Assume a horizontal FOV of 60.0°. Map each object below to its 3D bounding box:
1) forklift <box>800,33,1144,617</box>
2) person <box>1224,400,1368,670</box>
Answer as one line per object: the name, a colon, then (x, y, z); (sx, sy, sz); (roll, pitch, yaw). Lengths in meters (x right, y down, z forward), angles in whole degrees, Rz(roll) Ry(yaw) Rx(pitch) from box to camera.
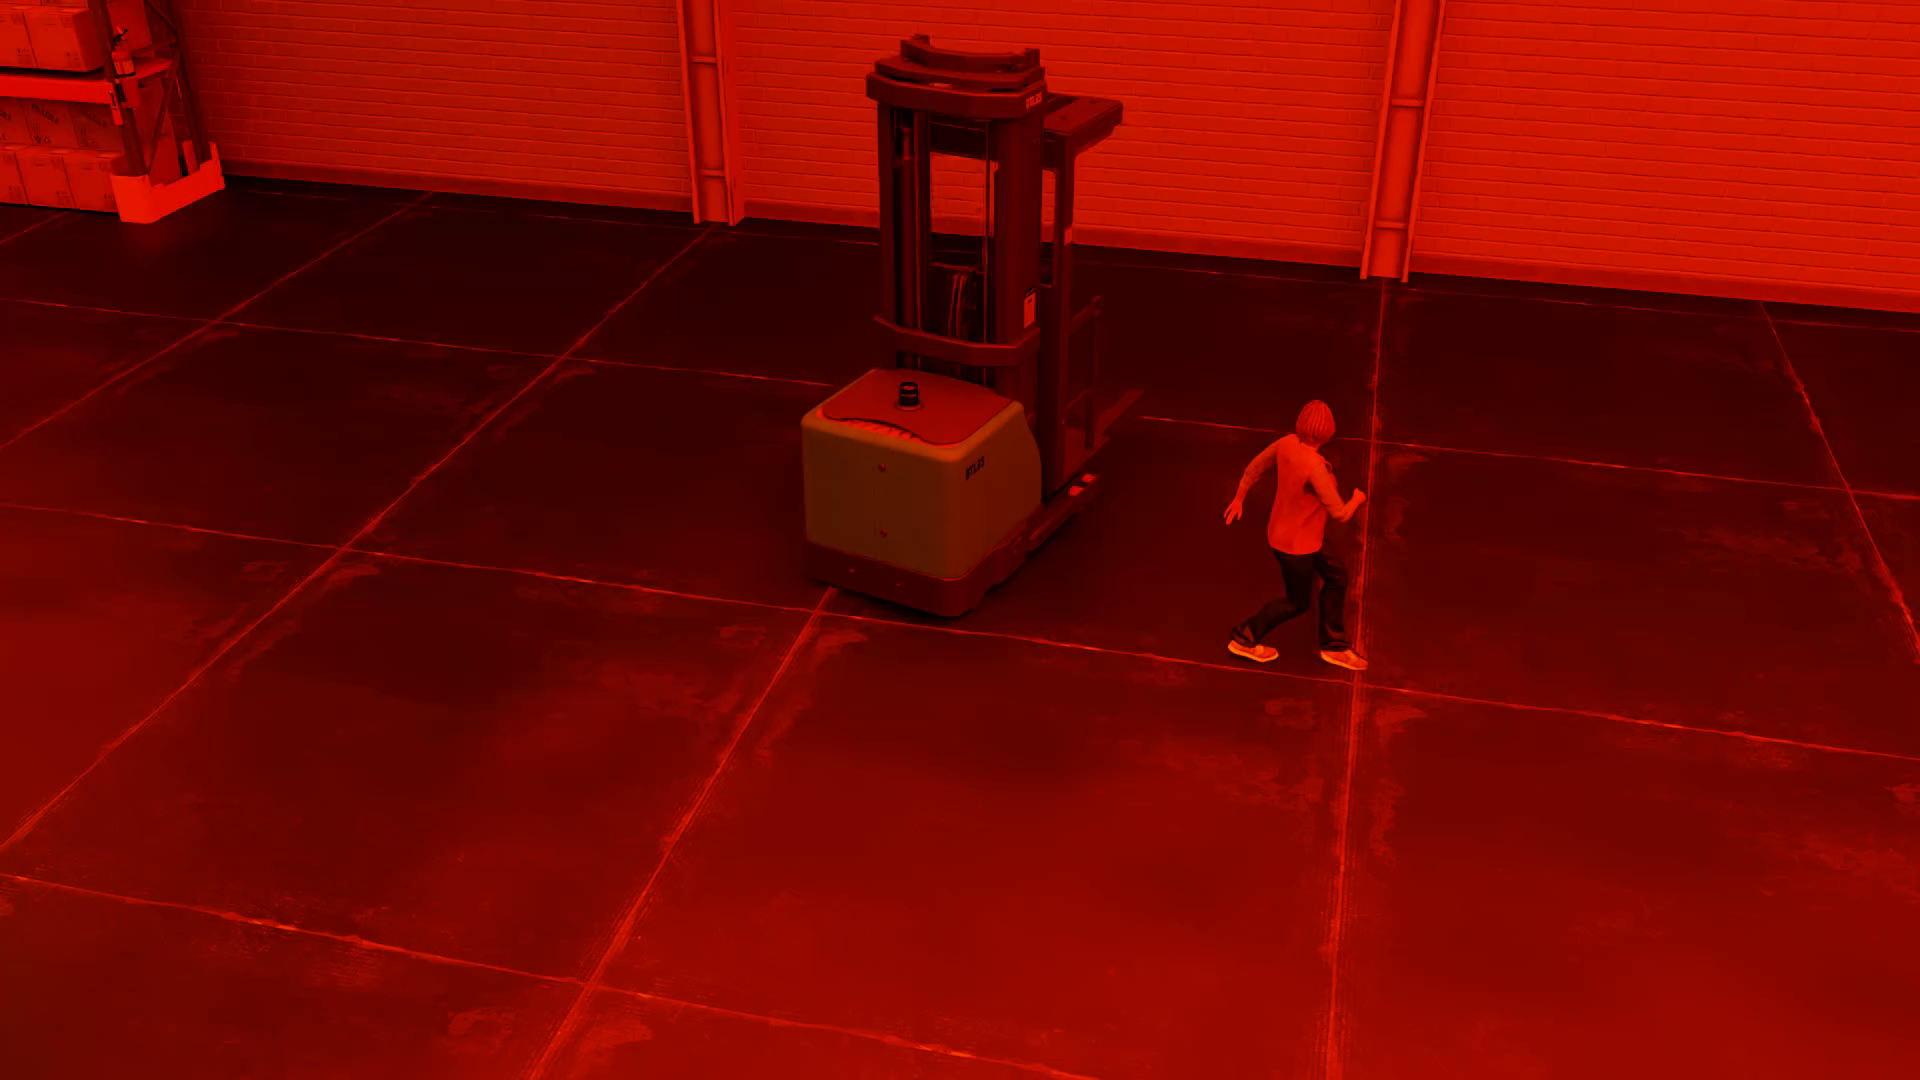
forklift: (0.251, -1.544, 9.895); (1.130, 2.935, 3.031); (15, 33, 25)
person: (1.789, -0.005, 8.635); (0.828, 1.543, 0.436); (3, 30, 6)
